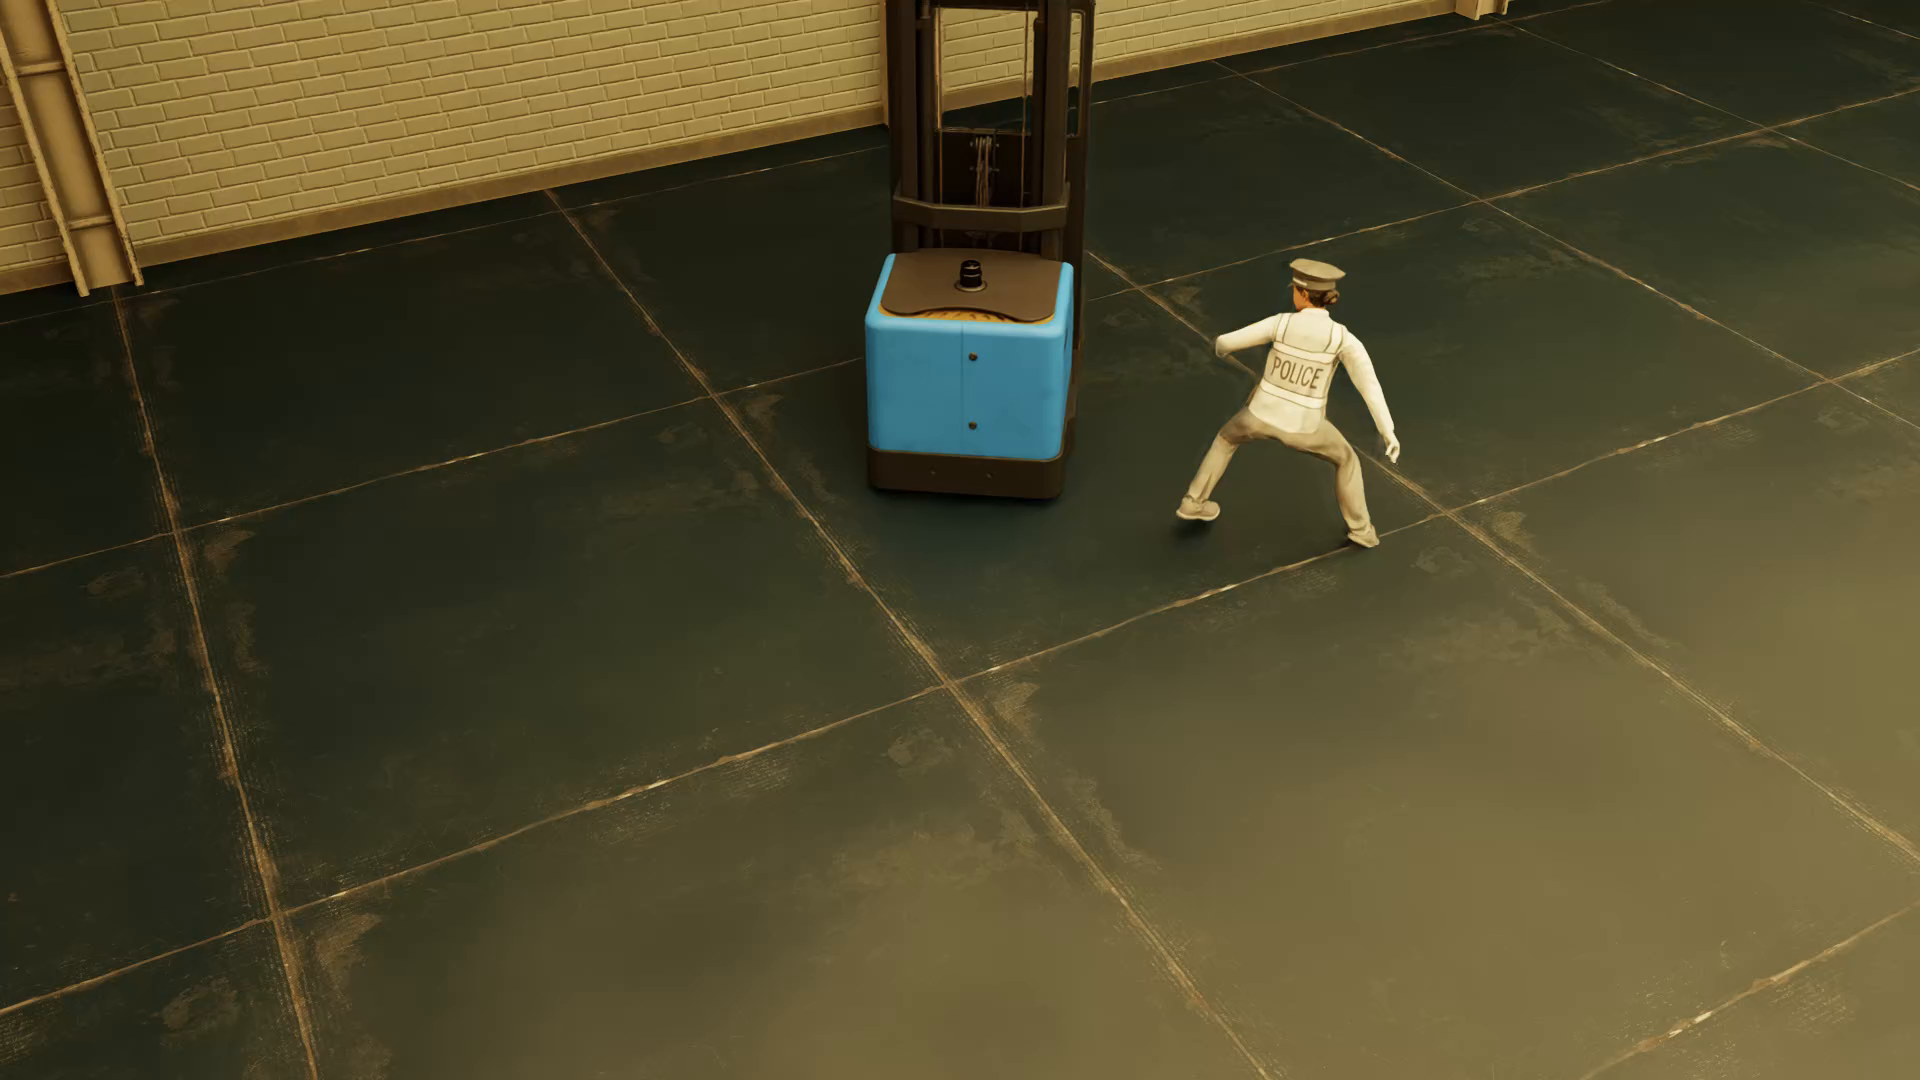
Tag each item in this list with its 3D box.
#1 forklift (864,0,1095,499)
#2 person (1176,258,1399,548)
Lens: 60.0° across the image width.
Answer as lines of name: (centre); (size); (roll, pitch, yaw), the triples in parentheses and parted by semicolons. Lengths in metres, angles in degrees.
forklift: (0.186, -2.251, 9.308); (1.130, 2.935, 3.031); (4, 35, 5)
person: (1.695, -0.594, 8.278); (1.060, 1.606, 0.521); (16, 38, 21)
